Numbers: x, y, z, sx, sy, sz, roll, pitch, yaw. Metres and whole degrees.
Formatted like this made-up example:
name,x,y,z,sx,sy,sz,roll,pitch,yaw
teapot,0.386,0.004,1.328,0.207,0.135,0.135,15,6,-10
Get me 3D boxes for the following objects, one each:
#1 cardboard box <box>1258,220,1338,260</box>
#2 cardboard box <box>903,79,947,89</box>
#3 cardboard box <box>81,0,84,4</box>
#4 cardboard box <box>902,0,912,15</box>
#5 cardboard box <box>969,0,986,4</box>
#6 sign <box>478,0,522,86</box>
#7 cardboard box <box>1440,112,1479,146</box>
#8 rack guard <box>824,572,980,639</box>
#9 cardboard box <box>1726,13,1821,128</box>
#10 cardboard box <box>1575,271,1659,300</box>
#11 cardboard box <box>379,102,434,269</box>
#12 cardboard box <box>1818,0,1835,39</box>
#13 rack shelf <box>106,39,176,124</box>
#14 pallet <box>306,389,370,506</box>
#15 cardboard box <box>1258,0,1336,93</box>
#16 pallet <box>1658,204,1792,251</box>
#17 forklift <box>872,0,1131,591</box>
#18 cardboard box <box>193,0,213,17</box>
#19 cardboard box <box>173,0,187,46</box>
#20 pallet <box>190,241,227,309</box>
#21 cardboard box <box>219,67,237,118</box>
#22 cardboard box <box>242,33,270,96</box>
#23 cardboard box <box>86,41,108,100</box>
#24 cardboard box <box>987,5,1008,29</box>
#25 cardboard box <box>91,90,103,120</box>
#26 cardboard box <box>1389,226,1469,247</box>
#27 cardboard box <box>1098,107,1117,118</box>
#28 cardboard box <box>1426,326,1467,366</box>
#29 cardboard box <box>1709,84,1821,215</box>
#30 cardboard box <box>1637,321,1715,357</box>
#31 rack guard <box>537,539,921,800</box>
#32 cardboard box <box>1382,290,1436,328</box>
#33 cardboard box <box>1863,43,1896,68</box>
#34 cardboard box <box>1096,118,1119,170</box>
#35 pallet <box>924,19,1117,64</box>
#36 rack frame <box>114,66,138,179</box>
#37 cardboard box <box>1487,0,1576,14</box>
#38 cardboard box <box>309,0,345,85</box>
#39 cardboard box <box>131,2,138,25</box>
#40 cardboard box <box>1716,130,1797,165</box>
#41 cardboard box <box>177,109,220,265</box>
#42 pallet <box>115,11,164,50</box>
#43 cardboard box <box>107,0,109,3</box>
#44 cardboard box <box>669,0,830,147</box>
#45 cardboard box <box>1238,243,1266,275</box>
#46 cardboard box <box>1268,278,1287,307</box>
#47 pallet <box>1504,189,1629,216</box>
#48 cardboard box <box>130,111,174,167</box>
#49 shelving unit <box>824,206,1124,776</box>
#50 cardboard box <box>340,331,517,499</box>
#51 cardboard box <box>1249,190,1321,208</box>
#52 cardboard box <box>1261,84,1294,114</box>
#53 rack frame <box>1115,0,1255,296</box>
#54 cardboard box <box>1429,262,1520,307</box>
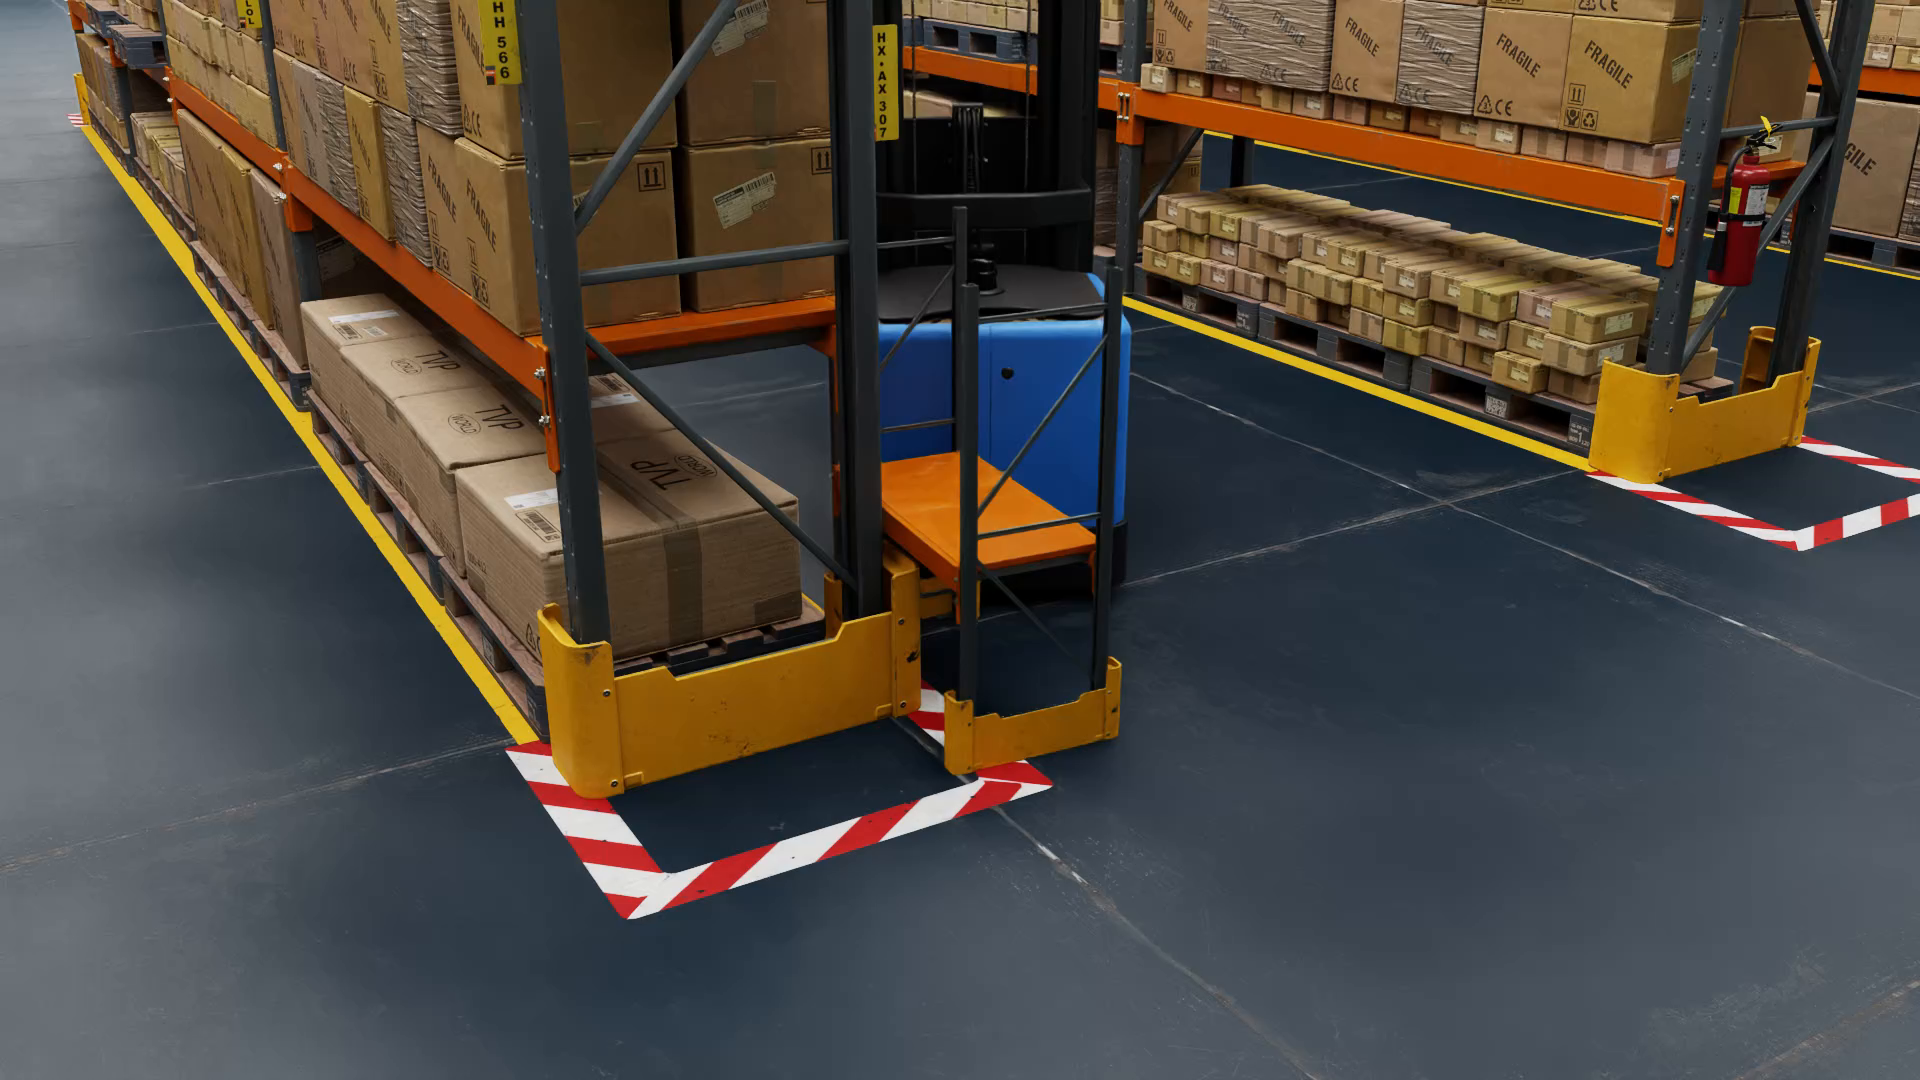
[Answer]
name,x,y,z,sx,sy,sz,roll,pitch,yaw
cardboard box,1.926,-1.715,9.484,0.380,0.149,0.250,-12,25,-27
cardboard box,-0.445,-3.477,13.147,0.500,0.250,0.500,-14,26,-31
cardboard box,-8.425,-5.352,16.330,0.380,0.149,0.250,-12,25,-27
cardboard box,-0.258,-4.083,12.649,0.380,0.149,0.250,-11,25,-26
cardboard box,0.286,-3.880,11.755,0.380,0.149,0.250,-12,25,-26
sign,-1.180,-1.334,4.258,0.100,0.325,0.005,-13,25,-28
cardboard box,2.593,-2.043,8.187,0.380,0.149,0.250,-14,26,-31
rack guard,-0.203,0.203,5.978,0.587,0.250,0.087,-10,24,-24
cardboard box,3.506,-2.155,7.603,0.500,0.500,0.500,-11,25,-26
cardboard box,3.278,-1.223,8.276,0.380,0.149,0.250,-12,25,-27
cardboard box,-1.695,-1.269,5.818,0.500,0.500,0.500,-12,25,-27
cardboard box,6.035,-3.693,11.717,0.500,0.250,0.500,-13,25,-28
rack shelf,-5.814,-3.692,12.866,1.077,0.370,4.000,-13,25,-28
pallet,-2.428,-0.530,7.834,1.003,0.211,1.213,-13,25,-28
cardboard box,1.976,-2.714,8.977,0.500,0.500,0.500,-13,26,-29
pallet,6.091,-2.436,12.524,1.003,0.211,1.213,-13,25,-28
forklift,-0.005,-1.671,7.029,1.130,2.935,3.031,-2,22,-4
cardboard box,-3.983,-3.187,9.209,0.500,0.500,0.500,-12,25,-27
cardboard box,-4.483,-3.161,10.139,0.500,0.250,0.500,-12,25,-27
pallet,-4.455,-1.816,10.999,1.003,0.211,1.213,-13,25,-28
cardboard box,-3.696,-2.442,9.035,0.500,0.250,0.500,-13,26,-30
cardboard box,-3.183,-2.341,8.122,0.500,0.250,0.500,-13,25,-28
cardboard box,-8.172,-4.581,16.197,0.500,0.500,0.500,-12,25,-27
cardboard box,0.413,-3.657,11.602,0.380,0.149,0.250,-11,25,-26
cardboard box,-8.450,-4.407,16.764,0.500,0.250,0.500,-12,25,-26
cardboard box,2.622,-1.642,9.307,0.380,0.149,0.250,-13,25,-28
cardboard box,1.030,-2.913,11.762,0.500,0.250,0.500,-12,25,-27
cardboard box,2.633,-1.020,8.566,0.380,0.149,0.250,-12,25,-28
cardboard box,6.039,-2.970,12.399,0.875,0.875,0.875,-13,25,-28
cardboard box,3.451,-1.003,8.130,0.380,0.149,0.250,-11,25,-26
rack guard,-0.694,0.378,5.218,1.175,0.500,0.348,-13,25,-28
cardboard box,2.440,-1.233,8.696,0.380,0.149,0.250,-12,25,-27
cardboard box,6.298,-3.293,11.264,0.380,0.149,0.250,-12,25,-28
cardboard box,0.857,-2.644,11.099,0.500,0.250,0.500,-13,26,-30
pallet,0.458,-3.641,12.039,1.003,0.211,1.213,-13,25,-28
rack frame,-6.836,-4.672,14.323,1.000,3.000,0.127,-13,25,-28
cardboard box,2.791,-2.684,7.576,0.500,0.500,0.500,-14,26,-30
cardboard box,-2.210,-2.059,6.432,0.500,0.500,0.500,-12,25,-27
cardboard box,-5.650,-3.745,11.819,0.380,0.149,0.250,-14,26,-31
cardboard box,3.614,-1.824,7.650,0.380,0.149,0.250,-13,25,-29
cardboard box,-4.511,-2.348,10.869,0.875,0.875,0.875,-13,25,-29
pallet,-5.839,-3.922,12.731,1.003,0.211,1.213,-13,25,-28
cardboard box,-6.825,-4.511,13.702,0.380,0.149,0.250,-12,25,-27
cardboard box,-0.706,-1.508,5.076,0.500,0.500,0.500,-13,26,-29
cardboard box,1.862,-1.676,9.784,0.380,0.149,0.250,-14,26,-31
cardboard box,2.012,-1.452,9.629,0.380,0.149,0.250,-14,26,-30
pallet,5.311,-2.932,13.745,1.003,0.211,1.213,-13,25,-28
cardboard box,-6.566,-3.480,14.322,0.950,0.372,0.625,-12,25,-28
shelving unit,0.015,-0.207,5.327,0.587,1.500,1.083,-10,24,-24
cardboard box,-2.063,-0.577,7.092,0.875,0.438,0.875,-13,26,-30
cardboard box,2.025,-2.077,10.376,0.380,0.149,0.250,-12,25,-28
cardboard box,1.902,-2.468,9.233,0.380,0.149,0.250,-12,25,-27
rack frame,1.455,-3.068,10.375,1.000,3.000,0.127,-13,25,-28
cardboard box,2.611,-1.293,8.446,0.380,0.149,0.250,-14,26,-30
